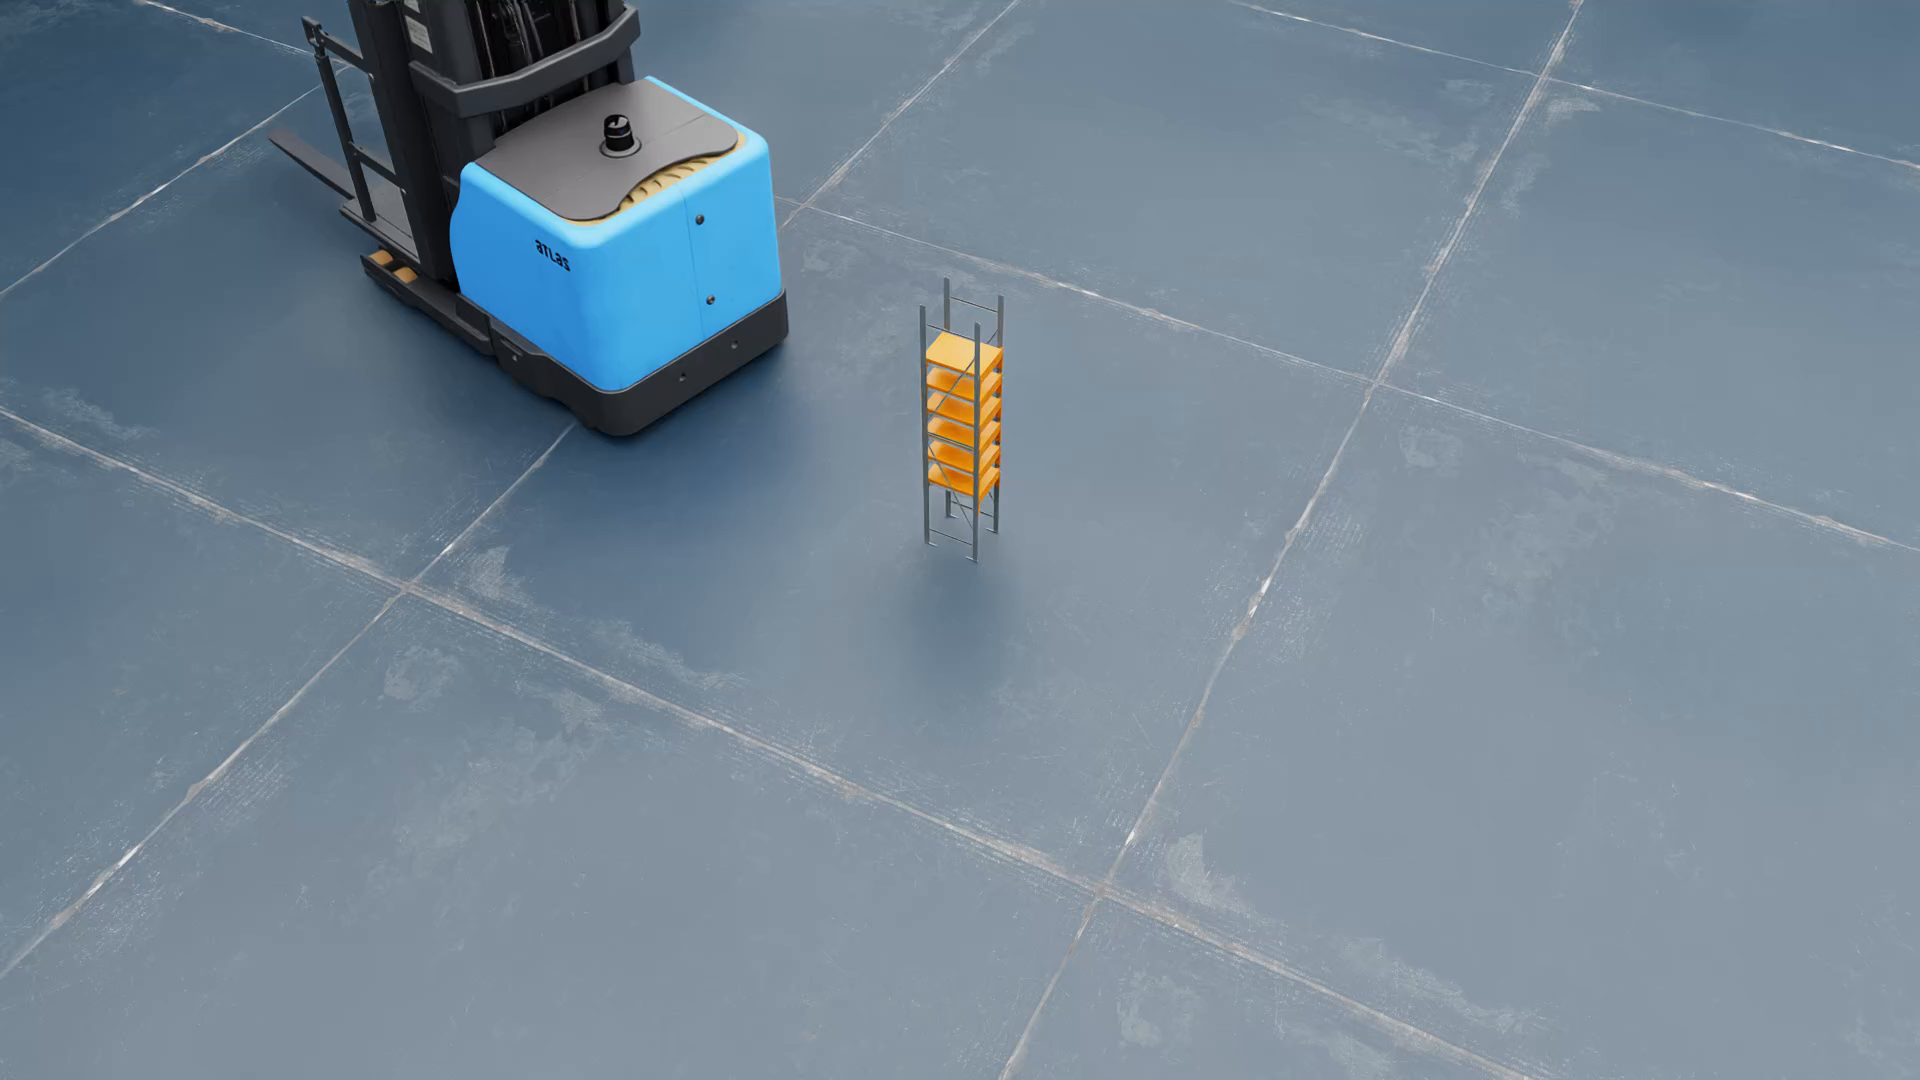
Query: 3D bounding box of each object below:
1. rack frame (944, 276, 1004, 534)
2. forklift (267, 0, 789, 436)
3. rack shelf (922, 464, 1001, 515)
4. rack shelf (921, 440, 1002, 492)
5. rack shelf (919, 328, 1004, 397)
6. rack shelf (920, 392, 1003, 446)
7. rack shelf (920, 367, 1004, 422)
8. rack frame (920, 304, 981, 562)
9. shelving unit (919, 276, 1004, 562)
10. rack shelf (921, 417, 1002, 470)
[{"bbox_3d":[0.049,-0.489,6.389,0.240,1.200,0.006,20,49,19],"label":"rack frame"},{"bbox_3d":[-2.204,-2.395,7.056,3.031,2.935,1.130,33,54,28],"label":"forklift"},{"bbox_3d":[0.007,-0.231,6.535,0.258,0.103,0.180,20,49,19],"label":"rack shelf"},{"bbox_3d":[0.007,-0.315,6.449,0.258,0.103,0.180,20,49,19],"label":"rack shelf"},{"bbox_3d":[0.007,-0.653,6.108,0.258,0.103,0.180,20,49,19],"label":"rack shelf"},{"bbox_3d":[0.007,-0.484,6.279,0.258,0.103,0.180,20,49,19],"label":"rack shelf"},{"bbox_3d":[0.007,-0.568,6.193,0.258,0.103,0.180,20,49,19],"label":"rack shelf"},{"bbox_3d":[-0.036,-0.373,6.275,0.240,1.200,0.006,20,49,19],"label":"rack frame"},{"bbox_3d":[0.007,-0.431,6.332,0.258,1.200,0.189,20,49,19],"label":"shelving unit"},{"bbox_3d":[0.007,-0.400,6.364,0.258,0.103,0.180,20,49,19],"label":"rack shelf"}]
